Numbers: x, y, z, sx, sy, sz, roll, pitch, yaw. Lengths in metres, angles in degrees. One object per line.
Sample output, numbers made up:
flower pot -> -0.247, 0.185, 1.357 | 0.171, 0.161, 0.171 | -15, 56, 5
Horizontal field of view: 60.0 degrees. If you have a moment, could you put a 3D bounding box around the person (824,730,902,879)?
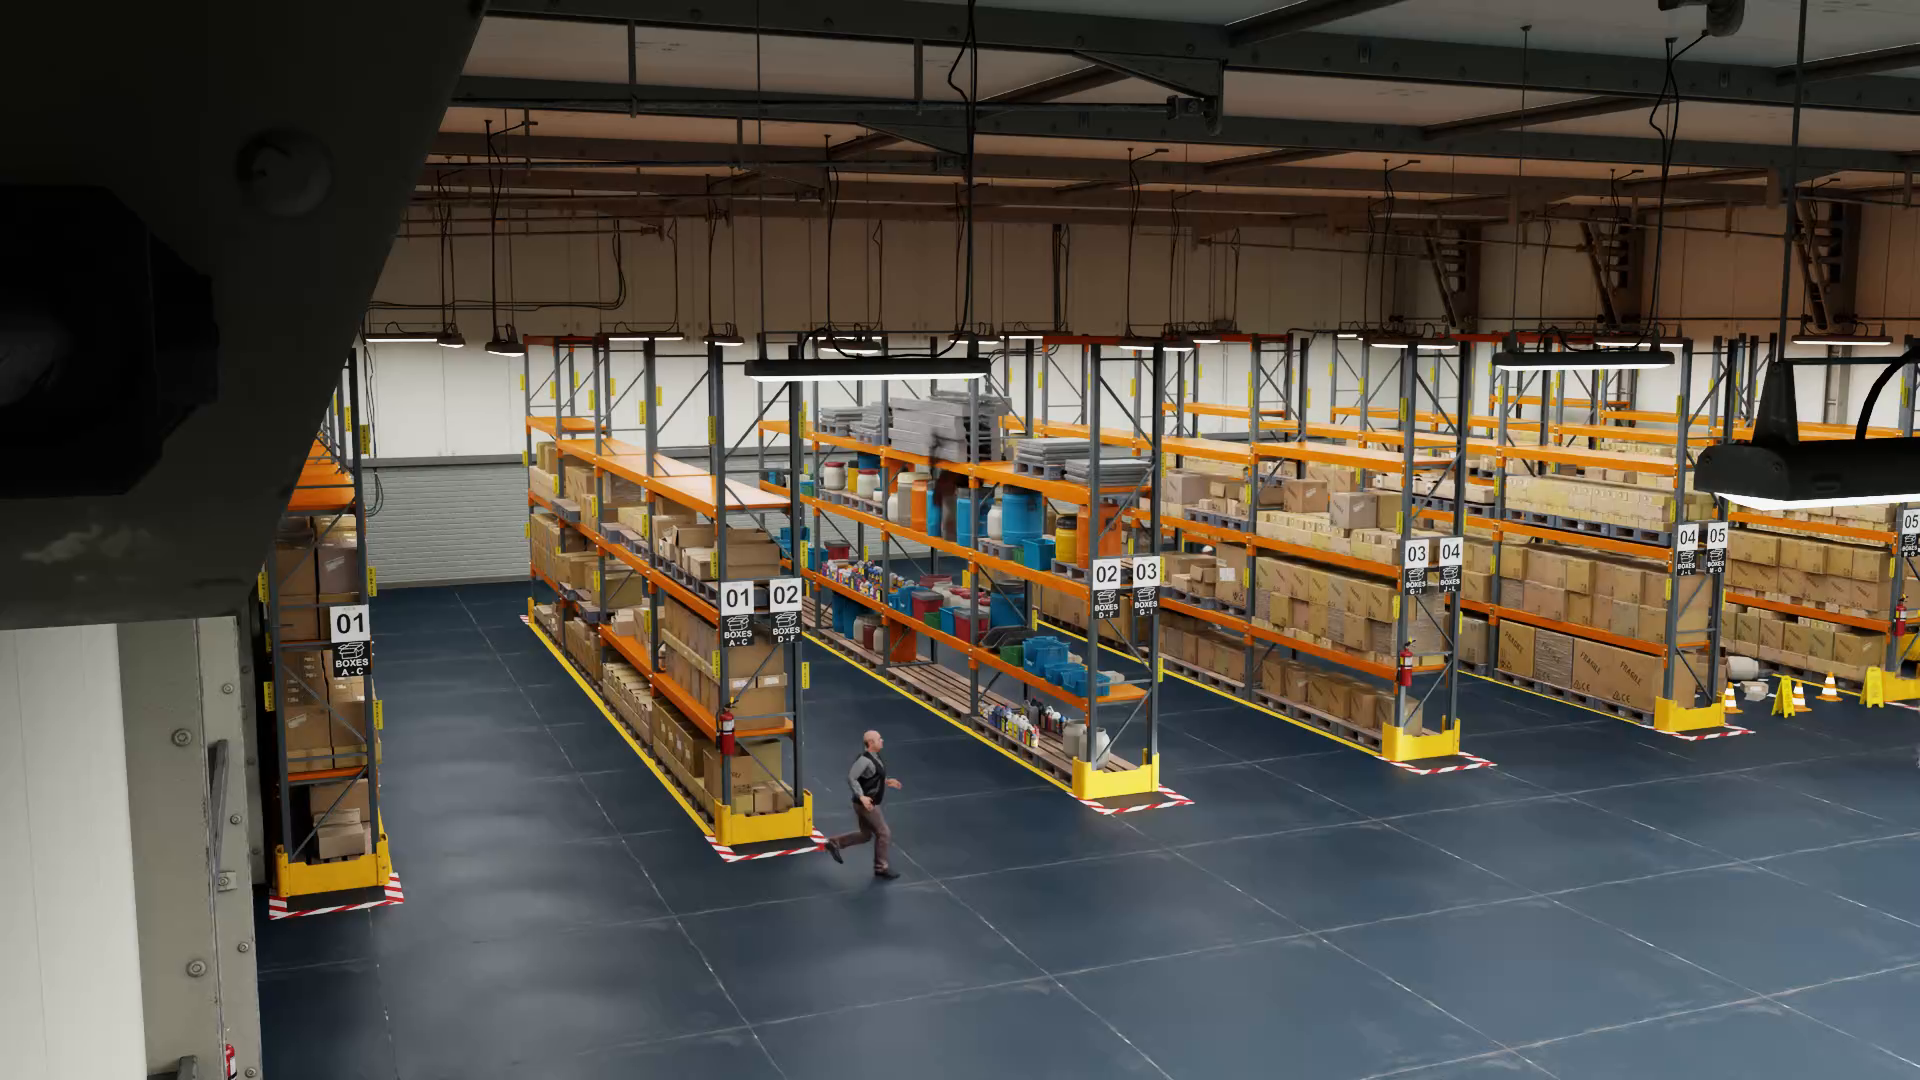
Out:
person -> -1.119, 2.993, 18.896 | 0.893, 1.704, 0.644 | 1, 8, 5

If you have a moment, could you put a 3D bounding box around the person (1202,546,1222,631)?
person -> 4.953, 1.000, 33.234 | 0.675, 1.786, 0.967 | -4, 9, -30
